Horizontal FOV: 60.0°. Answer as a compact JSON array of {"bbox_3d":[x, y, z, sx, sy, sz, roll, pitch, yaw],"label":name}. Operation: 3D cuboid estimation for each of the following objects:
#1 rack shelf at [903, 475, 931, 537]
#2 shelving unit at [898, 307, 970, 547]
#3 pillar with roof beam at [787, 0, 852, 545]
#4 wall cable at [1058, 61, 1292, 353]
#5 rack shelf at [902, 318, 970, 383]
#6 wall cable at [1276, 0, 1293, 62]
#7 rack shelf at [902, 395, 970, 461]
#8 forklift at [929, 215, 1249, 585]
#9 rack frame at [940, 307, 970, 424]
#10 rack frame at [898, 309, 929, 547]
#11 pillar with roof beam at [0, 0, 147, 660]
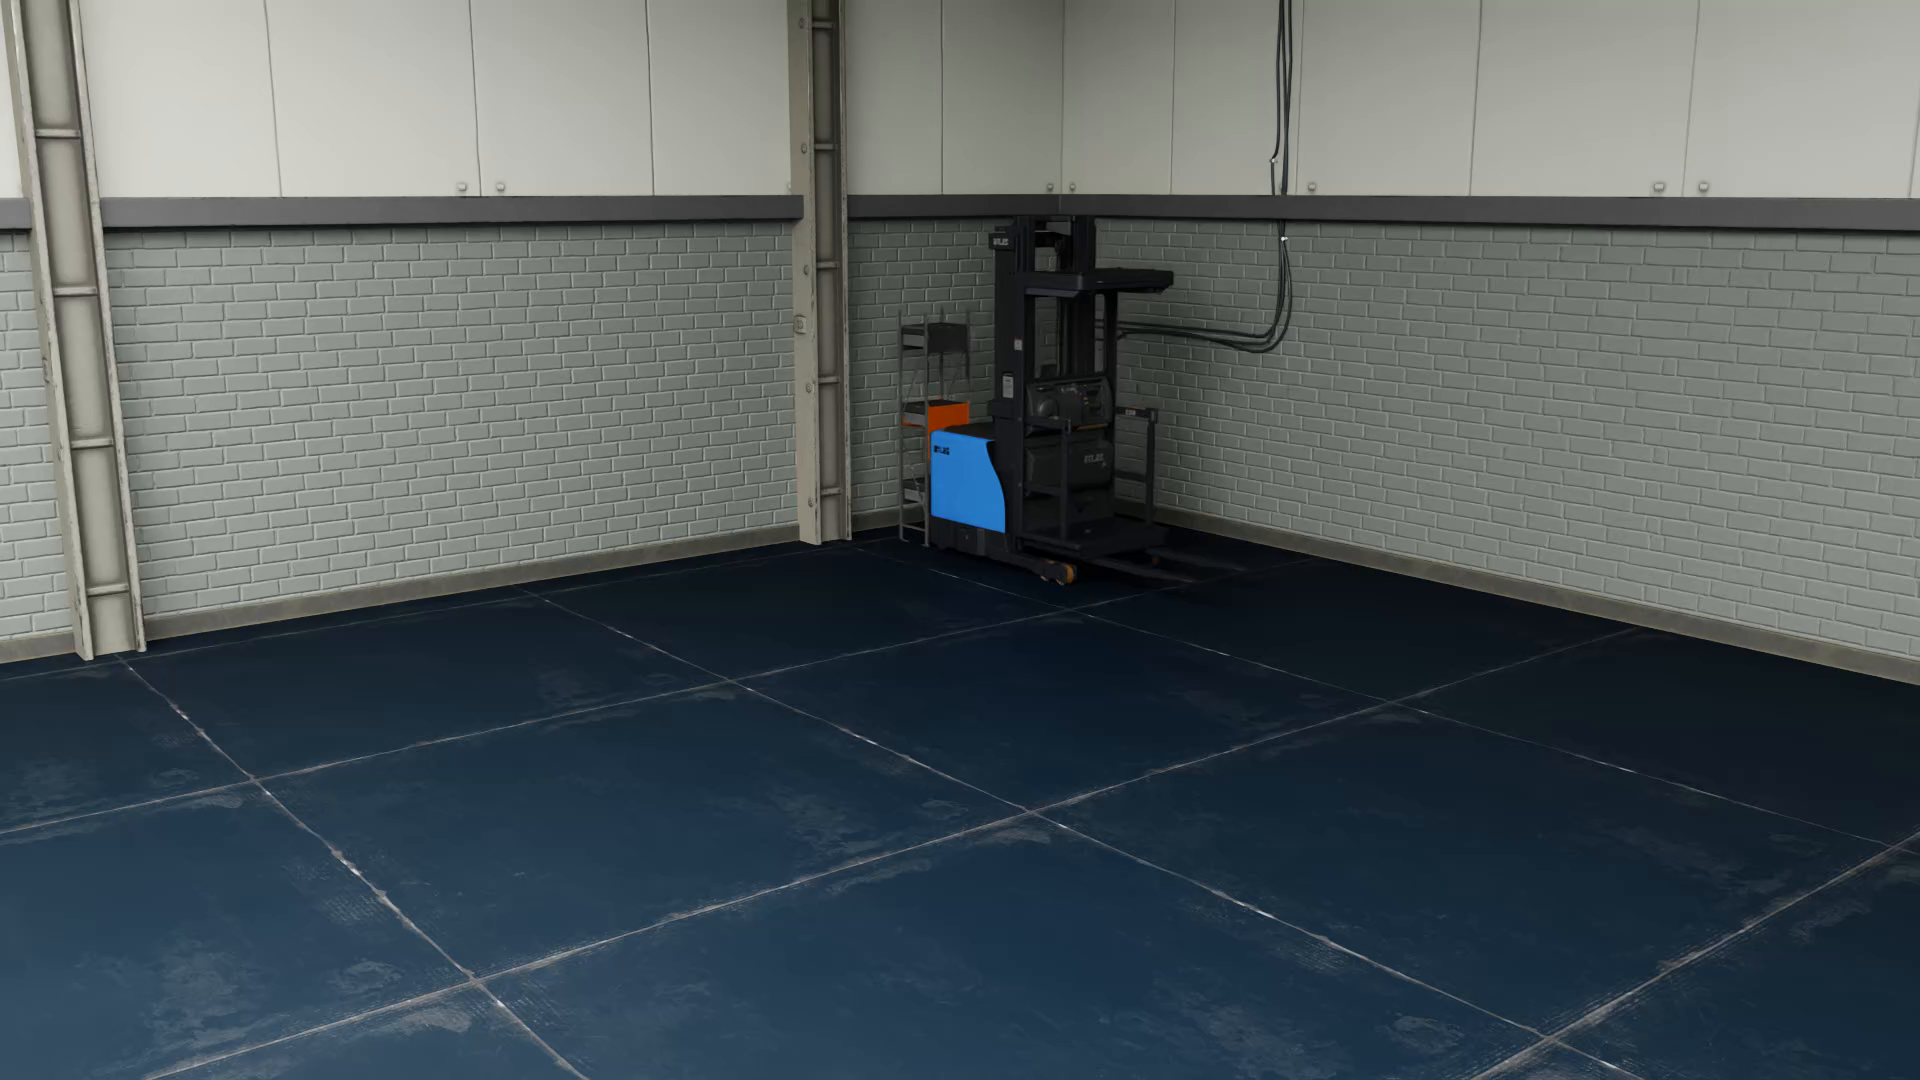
[{"bbox_3d":[-0.232,-0.332,15.195,0.480,0.518,0.431,-10,16,-40],"label":"rack shelf"},{"bbox_3d":[-0.232,-1.030,15.047,0.503,2.100,0.431,-10,16,-40],"label":"shelving unit"},{"bbox_3d":[1.450,-3.708,11.050,0.400,9.000,9.100,-9,15,-38],"label":"pillar with roof beam"},{"bbox_3d":[1.888,-3.056,15.451,0.112,2.526,3.097,-9,15,-38],"label":"wall cable"},{"bbox_3d":[-0.232,-1.702,14.904,0.480,0.518,0.431,-10,16,-40],"label":"rack shelf"},{"bbox_3d":[3.578,-5.087,12.860,0.112,2.526,3.097,-9,15,-38],"label":"wall cable"},{"bbox_3d":[-0.232,-1.017,15.049,0.480,0.518,0.431,-10,16,-40],"label":"rack shelf"},{"bbox_3d":[1.054,-1.185,13.775,1.130,2.935,3.031,-10,15,-39],"label":"forklift"},{"bbox_3d":[-0.047,-1.063,15.202,0.015,2.100,0.400,-10,16,-40],"label":"rack frame"},{"bbox_3d":[-0.417,-0.997,14.891,0.015,2.100,0.400,-10,16,-40],"label":"rack frame"},{"bbox_3d":[-3.235,-2.930,7.383,0.400,9.000,9.100,-9,15,-38],"label":"pillar with roof beam"}]
